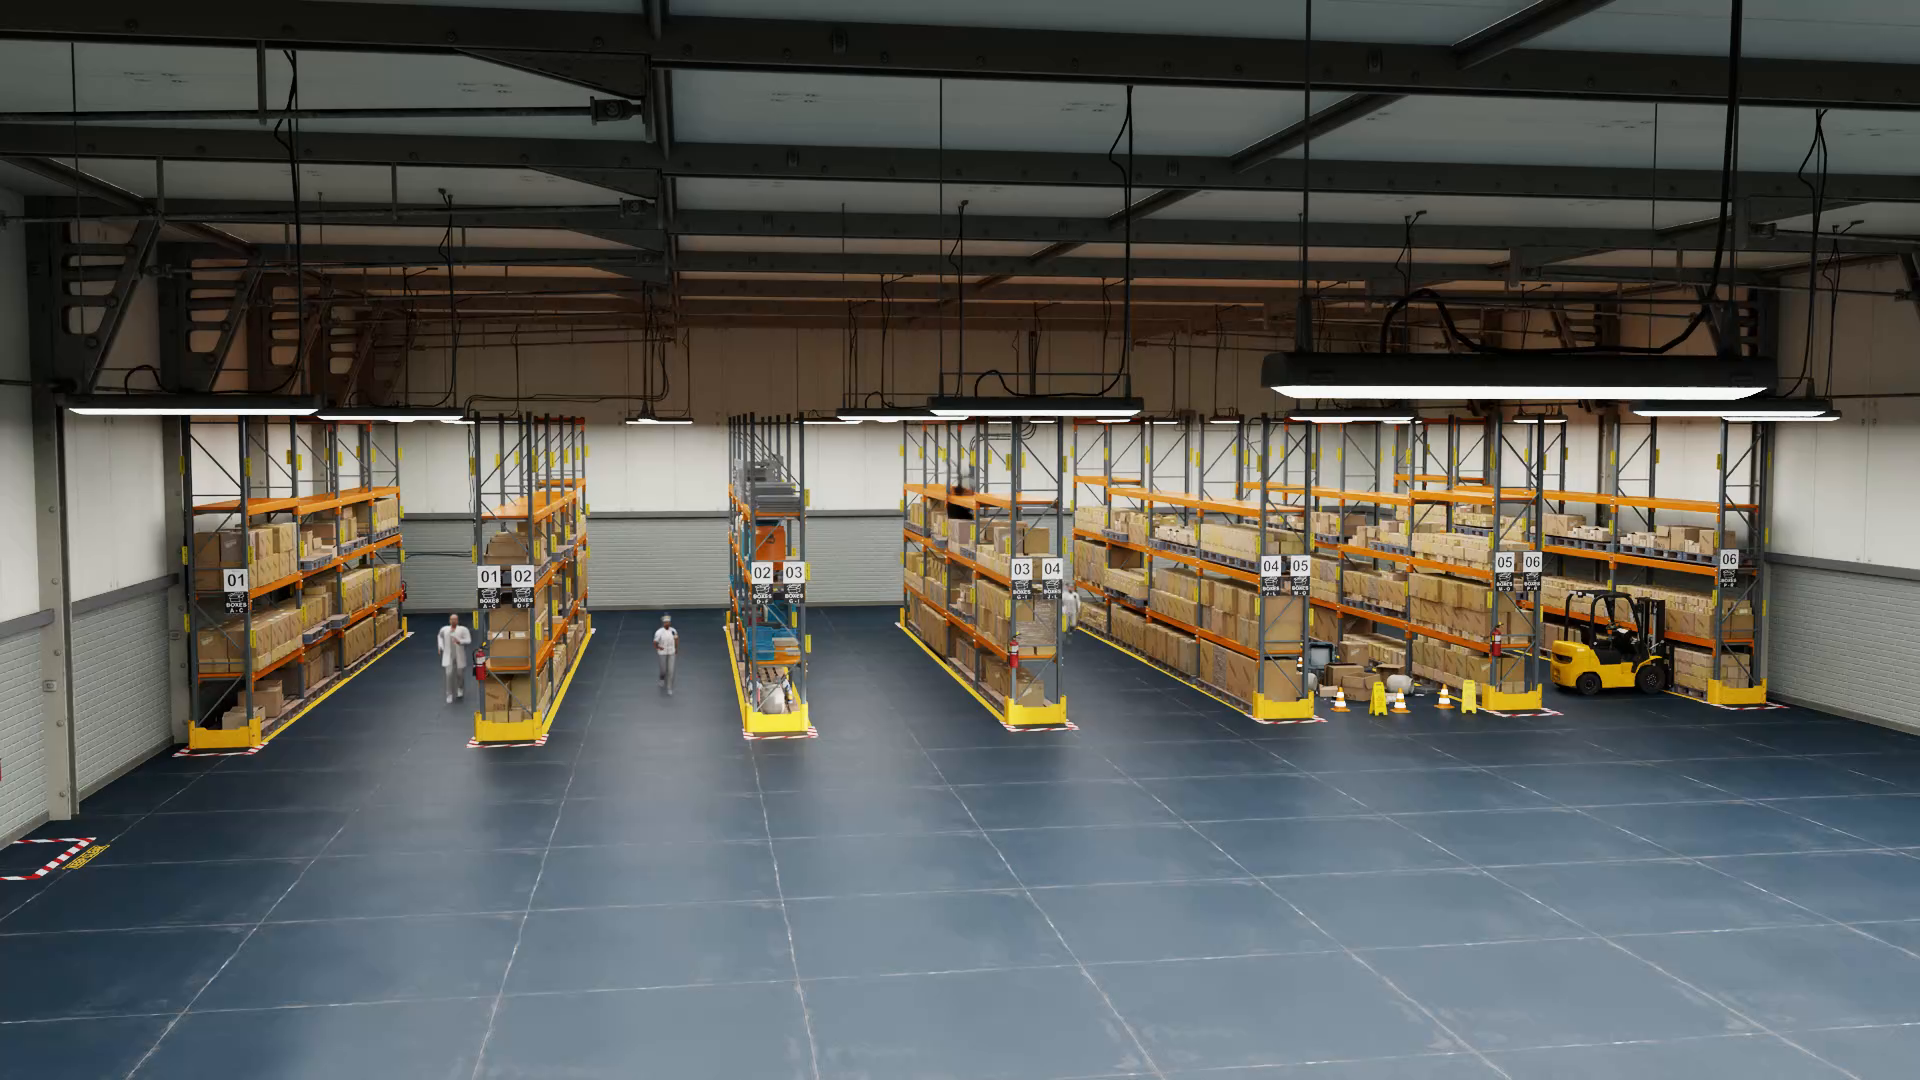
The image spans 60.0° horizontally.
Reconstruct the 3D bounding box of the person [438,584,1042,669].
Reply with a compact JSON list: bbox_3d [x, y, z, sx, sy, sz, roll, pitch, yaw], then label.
[{"bbox_3d":[-4.183,2.028,40.959,14.662,1.798,11.761,0,4,-6],"label":"person"}]

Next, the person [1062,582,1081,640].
[{"bbox_3d":[2.881,1.861,43.403,0.616,1.563,0.557,-1,4,-8],"label":"person"}]

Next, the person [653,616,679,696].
[{"bbox_3d":[-6.296,2.457,35.723,0.579,1.692,0.851,-1,4,-20],"label":"person"}]

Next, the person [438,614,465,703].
[{"bbox_3d":[-10.570,2.442,34.758,0.665,1.784,1.042,-1,4,-11],"label":"person"}]
